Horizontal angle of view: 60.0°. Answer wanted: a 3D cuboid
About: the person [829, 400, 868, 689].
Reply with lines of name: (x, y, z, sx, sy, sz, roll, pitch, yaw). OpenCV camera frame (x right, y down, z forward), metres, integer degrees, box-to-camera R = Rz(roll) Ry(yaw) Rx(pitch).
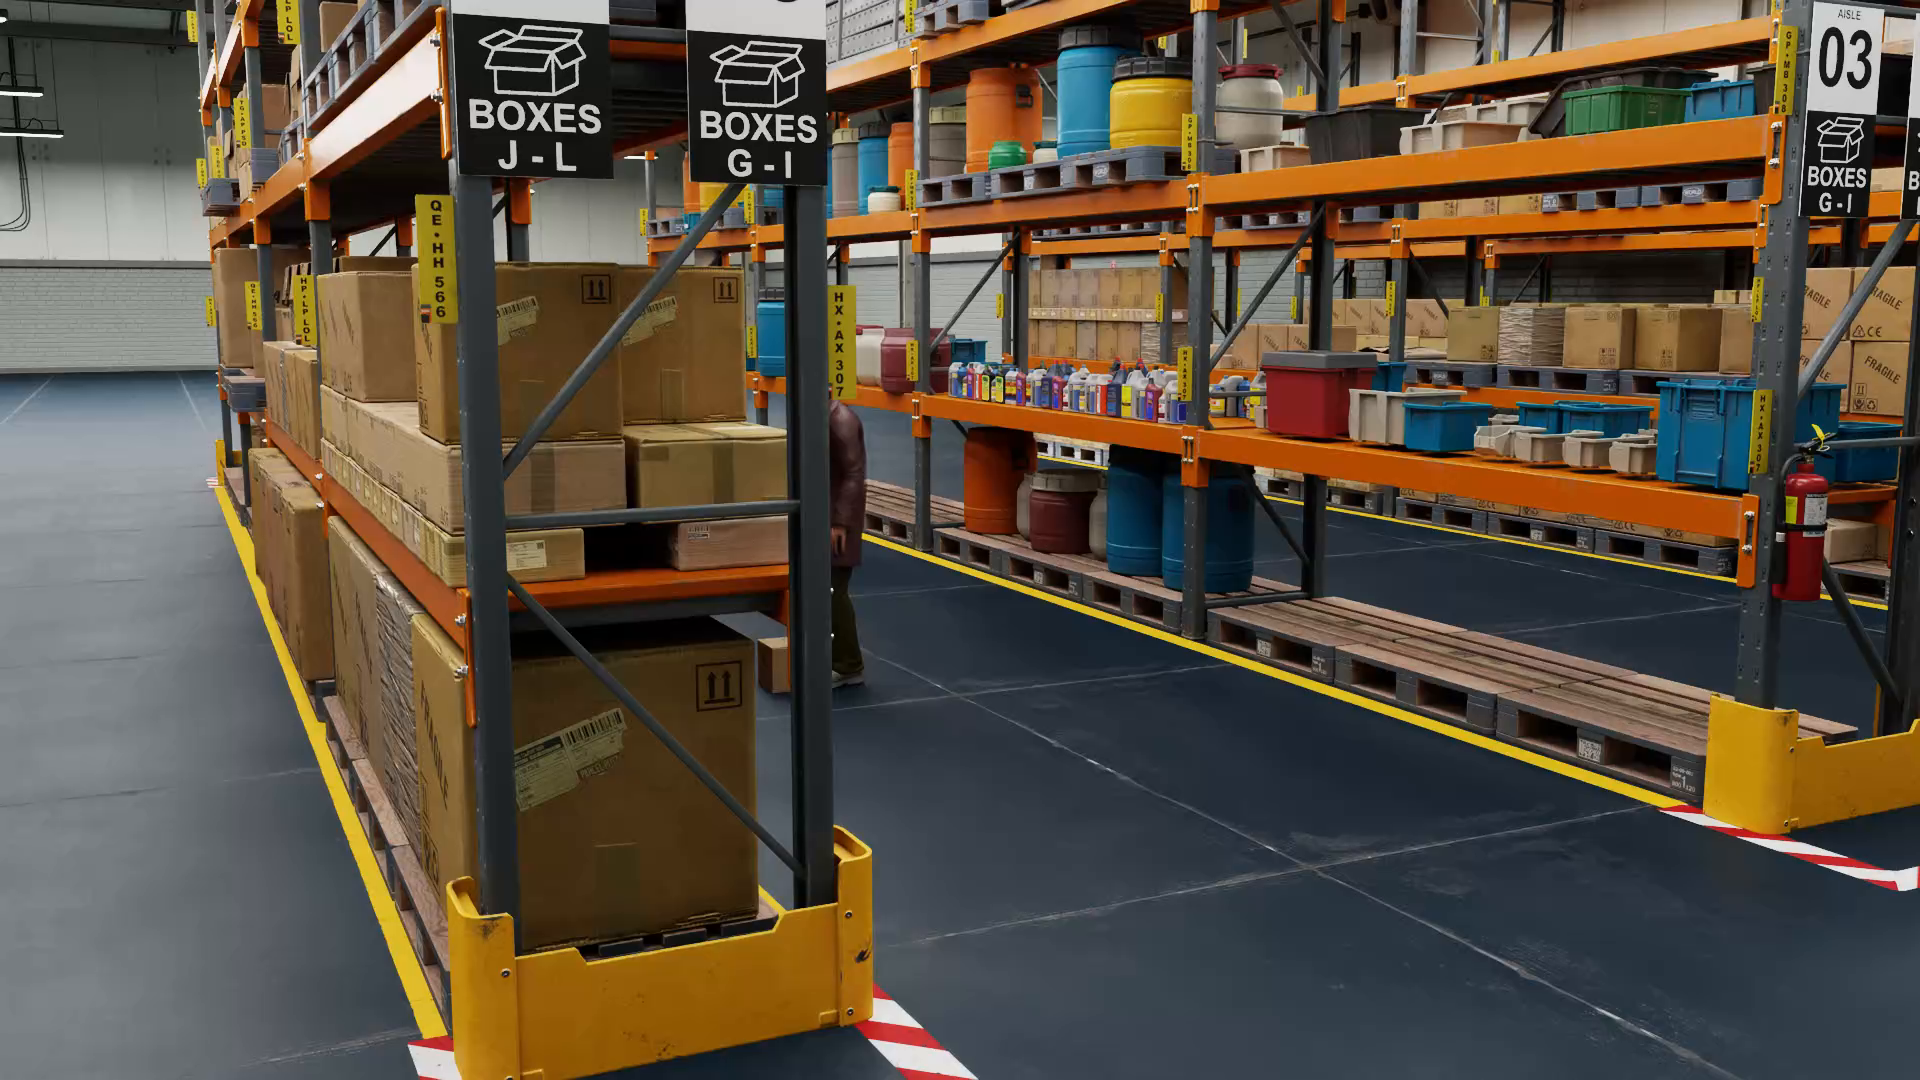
person: (-0.726, -0.097, 9.045, 0.423, 1.774, 0.643, -4, 9, -26)
